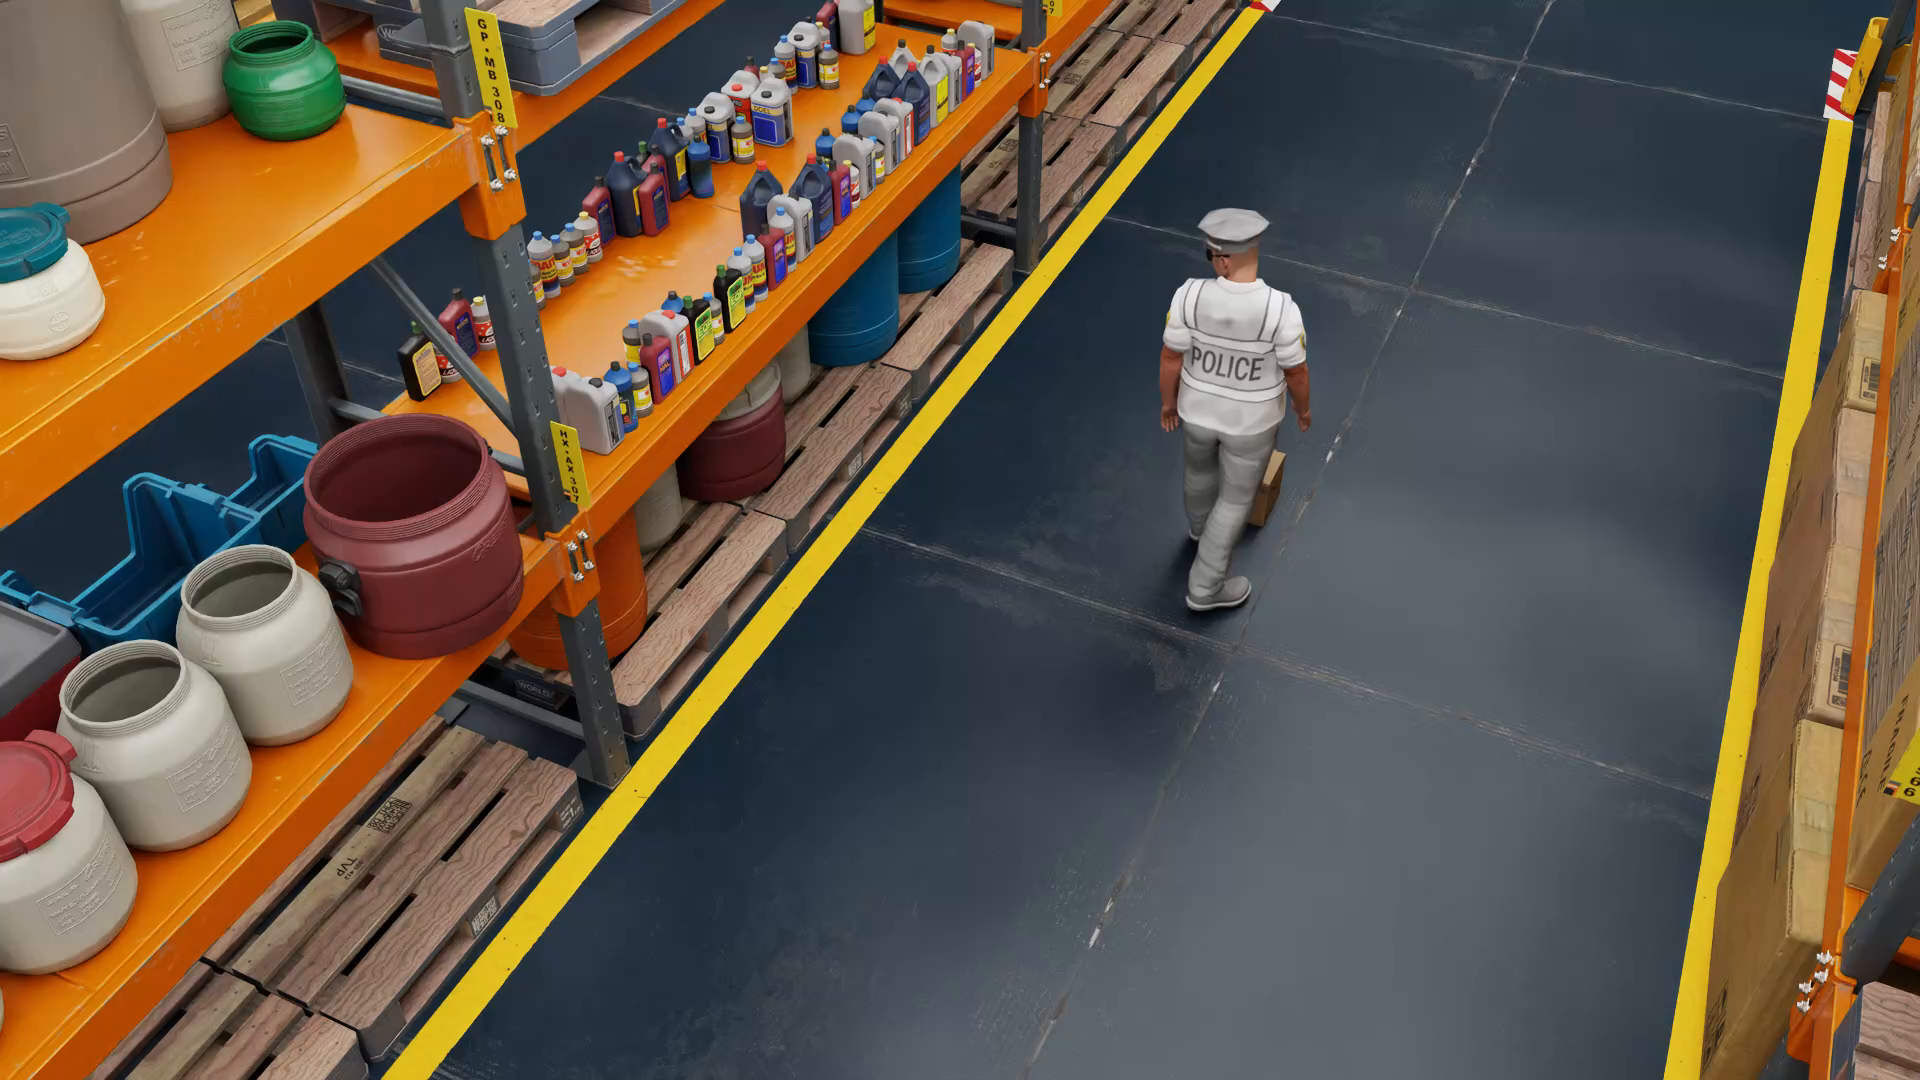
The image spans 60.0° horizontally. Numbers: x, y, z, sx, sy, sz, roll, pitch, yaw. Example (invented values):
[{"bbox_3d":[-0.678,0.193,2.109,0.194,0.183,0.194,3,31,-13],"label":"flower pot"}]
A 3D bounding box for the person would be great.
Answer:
[{"bbox_3d":[1.124,-0.555,6.764,0.573,1.725,0.787,22,46,22],"label":"person"}]
